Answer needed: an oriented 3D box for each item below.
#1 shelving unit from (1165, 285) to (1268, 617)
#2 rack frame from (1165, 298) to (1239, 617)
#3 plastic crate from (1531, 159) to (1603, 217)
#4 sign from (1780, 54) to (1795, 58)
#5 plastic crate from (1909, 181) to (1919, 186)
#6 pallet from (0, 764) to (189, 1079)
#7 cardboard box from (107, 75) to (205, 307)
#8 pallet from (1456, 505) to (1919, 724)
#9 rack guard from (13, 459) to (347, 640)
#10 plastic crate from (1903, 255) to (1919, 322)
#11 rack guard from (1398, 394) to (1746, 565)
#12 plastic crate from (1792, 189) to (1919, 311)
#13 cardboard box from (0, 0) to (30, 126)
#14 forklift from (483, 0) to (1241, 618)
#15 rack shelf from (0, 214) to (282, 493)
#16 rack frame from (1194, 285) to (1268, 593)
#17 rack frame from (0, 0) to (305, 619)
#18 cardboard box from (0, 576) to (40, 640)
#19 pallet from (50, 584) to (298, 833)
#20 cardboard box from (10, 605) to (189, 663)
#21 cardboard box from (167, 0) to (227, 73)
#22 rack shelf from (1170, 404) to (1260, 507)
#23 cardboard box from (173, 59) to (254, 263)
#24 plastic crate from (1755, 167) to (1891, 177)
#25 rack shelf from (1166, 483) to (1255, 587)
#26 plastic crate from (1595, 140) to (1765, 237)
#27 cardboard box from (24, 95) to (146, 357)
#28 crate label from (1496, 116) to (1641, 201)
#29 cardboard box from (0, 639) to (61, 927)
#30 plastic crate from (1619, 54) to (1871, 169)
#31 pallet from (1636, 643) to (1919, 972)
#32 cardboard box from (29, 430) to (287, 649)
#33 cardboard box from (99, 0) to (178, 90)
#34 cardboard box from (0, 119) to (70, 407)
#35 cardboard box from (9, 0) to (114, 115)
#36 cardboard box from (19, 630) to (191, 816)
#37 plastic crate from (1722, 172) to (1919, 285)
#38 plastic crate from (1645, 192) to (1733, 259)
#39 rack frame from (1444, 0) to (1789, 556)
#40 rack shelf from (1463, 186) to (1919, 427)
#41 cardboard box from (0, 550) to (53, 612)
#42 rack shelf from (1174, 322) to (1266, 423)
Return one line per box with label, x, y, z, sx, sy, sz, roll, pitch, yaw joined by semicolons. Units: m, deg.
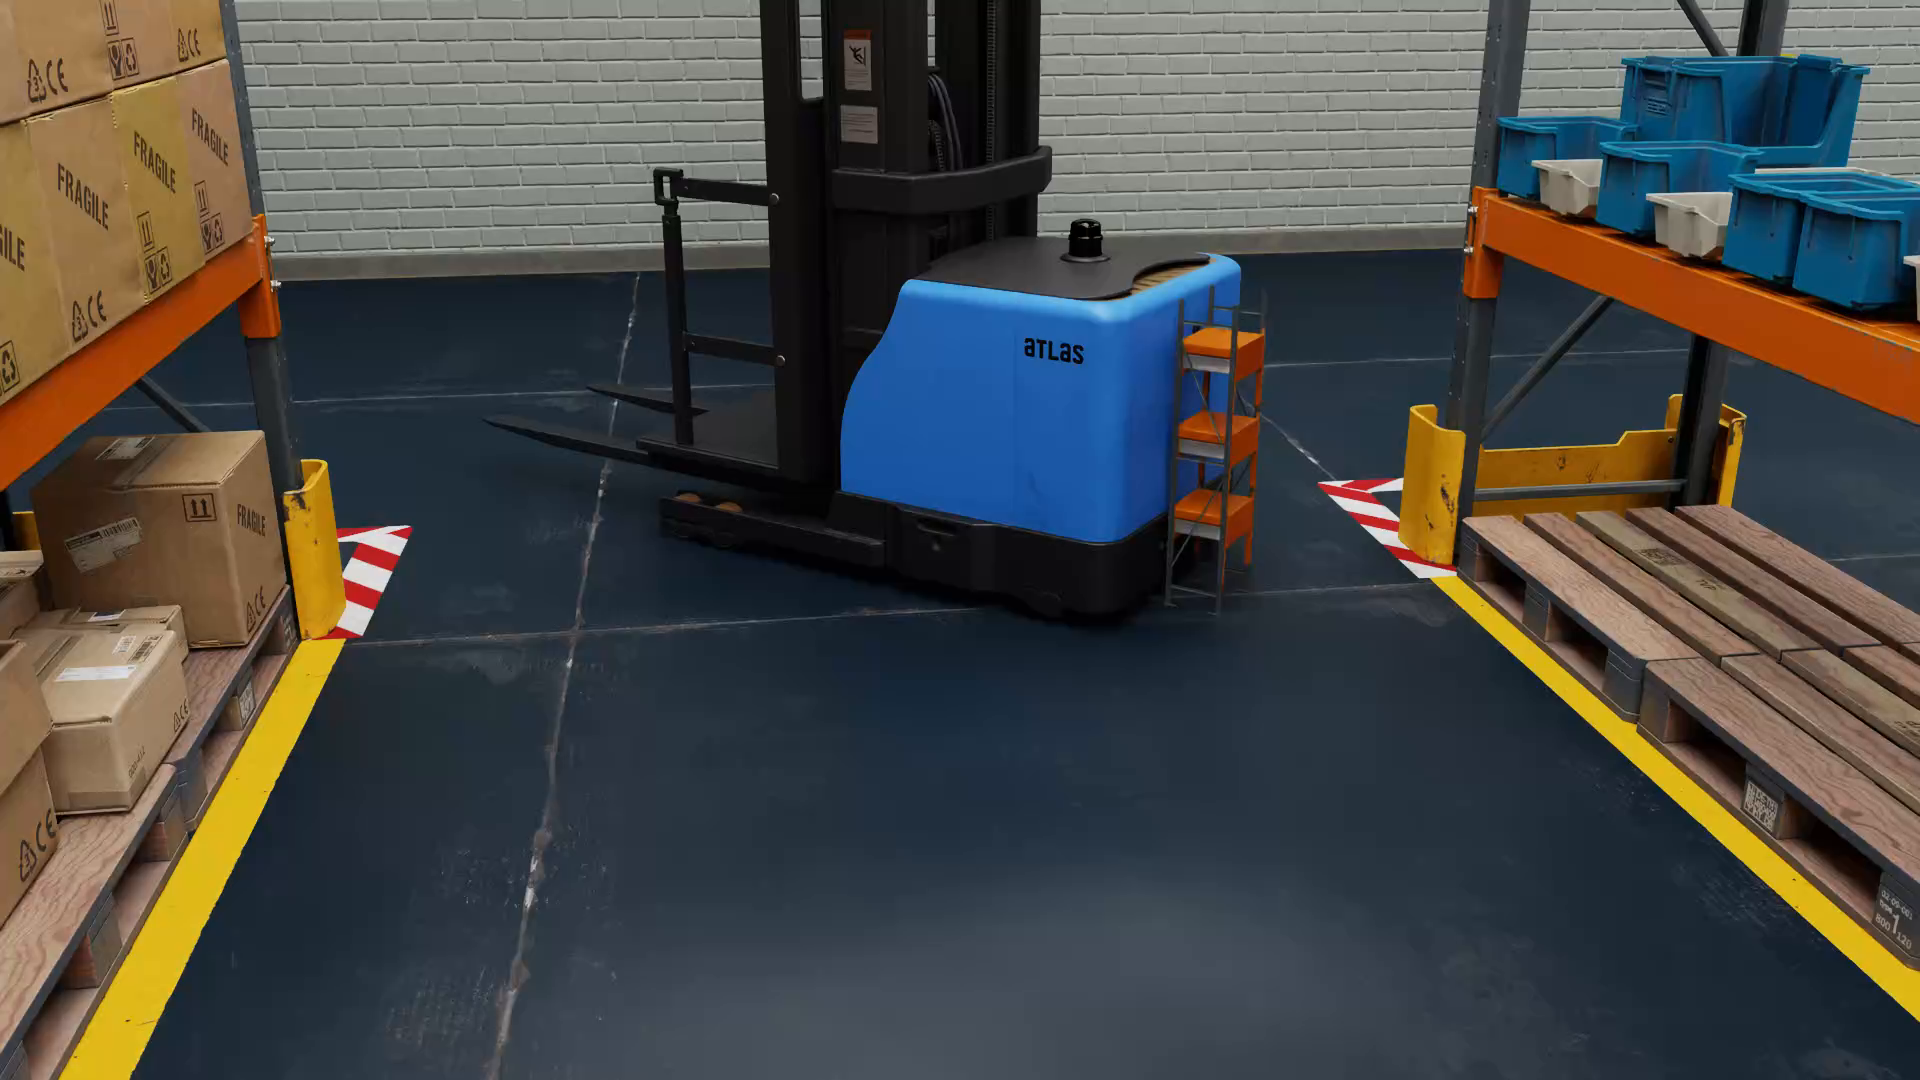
shelving unit;0.843;-0.291;5.495;0.215;1.050;0.252;12;24;29
rack frame;0.780;-0.255;5.397;0.200;1.050;0.008;12;24;29
plastic crate;1.927;-1.079;5.110;0.250;0.136;0.298;-3;21;-8
sign;2.795;-1.502;5.717;0.100;0.325;0.005;-3;21;-8
plastic crate;2.577;-0.922;4.690;0.396;0.136;0.243;-3;21;-8
pallet;-2.350;0.887;3.541;1.003;0.211;1.213;-3;21;-8
cardboard box;-2.237;-0.870;4.115;0.500;0.500;0.500;-3;21;-7
pallet;2.333;0.202;5.375;1.003;0.211;1.213;-3;21;-8
rack guard;-2.638;0.054;5.358;1.175;0.500;0.348;-3;21;-8
plastic crate;2.281;-0.500;3.558;0.293;0.136;0.466;-3;21;-8
rack guard;2.236;-0.229;6.114;1.175;0.500;0.348;-3;21;-8
plastic crate;2.196;-0.680;3.903;0.416;0.233;0.300;-3;21;-8
cardboard box;-2.086;-0.987;2.999;0.500;0.500;0.500;-2;21;-6
forklift;-0.528;-1.488;6.011;3.031;2.935;1.130;12;24;30
rack shelf;-2.361;-0.114;3.263;1.077;0.370;4.000;-3;21;-8
rack frame;0.906;-0.328;5.593;0.200;1.050;0.008;12;24;29
rack frame;-2.649;-1.144;4.991;1.000;3.000;0.127;-3;21;-8
cardboard box;-2.780;0.314;4.389;0.500;0.250;0.500;-3;21;-8
pallet;-2.523;0.465;4.670;1.003;0.211;1.213;-3;21;-8
cardboard box;-2.358;0.298;4.551;0.380;0.166;0.250;-3;21;-8
cardboard box;-2.313;-1.519;4.423;0.500;0.500;0.500;-3;21;-8
rack shelf;0.843;-0.281;5.499;0.215;0.259;0.240;12;24;29
cardboard box;-2.315;-1.049;4.595;0.500;0.500;0.500;-2;21;-6
plastic crate;2.549;-1.024;4.961;0.396;0.136;0.243;-3;21;-8
rack shelf;0.843;-0.021;5.596;0.215;0.259;0.240;12;24;29
plastic crate;2.057;-1.012;4.792;0.416;0.233;0.300;-3;21;-8
cardboard box;-2.171;-0.697;3.651;0.500;0.500;0.500;-3;21;-7
crate label;1.963;-1.240;5.402;0.416;0.233;0.303;-3;21;-8
cardboard box;-2.349;0.554;3.384;0.797;0.503;0.637;-3;21;-8
plastic crate;2.486;-1.330;5.355;0.616;0.435;0.499;-3;21;-8
pallet;2.506;0.623;4.246;1.003;0.211;1.213;-3;21;-8
cardboard box;-2.327;-0.003;4.881;0.500;0.500;0.500;-3;21;-8
cardboard box;-2.239;-1.344;3.955;0.500;0.500;0.500;-2;21;-6
cardboard box;-2.098;-0.522;3.184;0.500;0.500;0.500;-3;21;-9
cardboard box;-2.160;-1.165;3.475;0.500;0.500;0.500;-2;21;-6
cardboard box;-2.220;0.445;4.040;0.500;0.250;0.500;-3;21;-8
plastic crate;2.152;-0.784;4.181;0.416;0.233;0.300;-3;21;-8
plastic crate;2.025;-0.845;4.481;0.250;0.136;0.298;-3;21;-8
rack frame;2.253;-1.392;5.656;1.000;3.000;0.127;-3;21;-8
rack shelf;2.541;-0.363;3.928;1.077;0.370;4.000;-3;21;-8
cardboard box;-2.929;0.148;4.978;0.380;0.149;0.250;-3;21;-8
rack shelf;0.843;-0.547;5.399;0.215;0.259;0.240;12;24;29
